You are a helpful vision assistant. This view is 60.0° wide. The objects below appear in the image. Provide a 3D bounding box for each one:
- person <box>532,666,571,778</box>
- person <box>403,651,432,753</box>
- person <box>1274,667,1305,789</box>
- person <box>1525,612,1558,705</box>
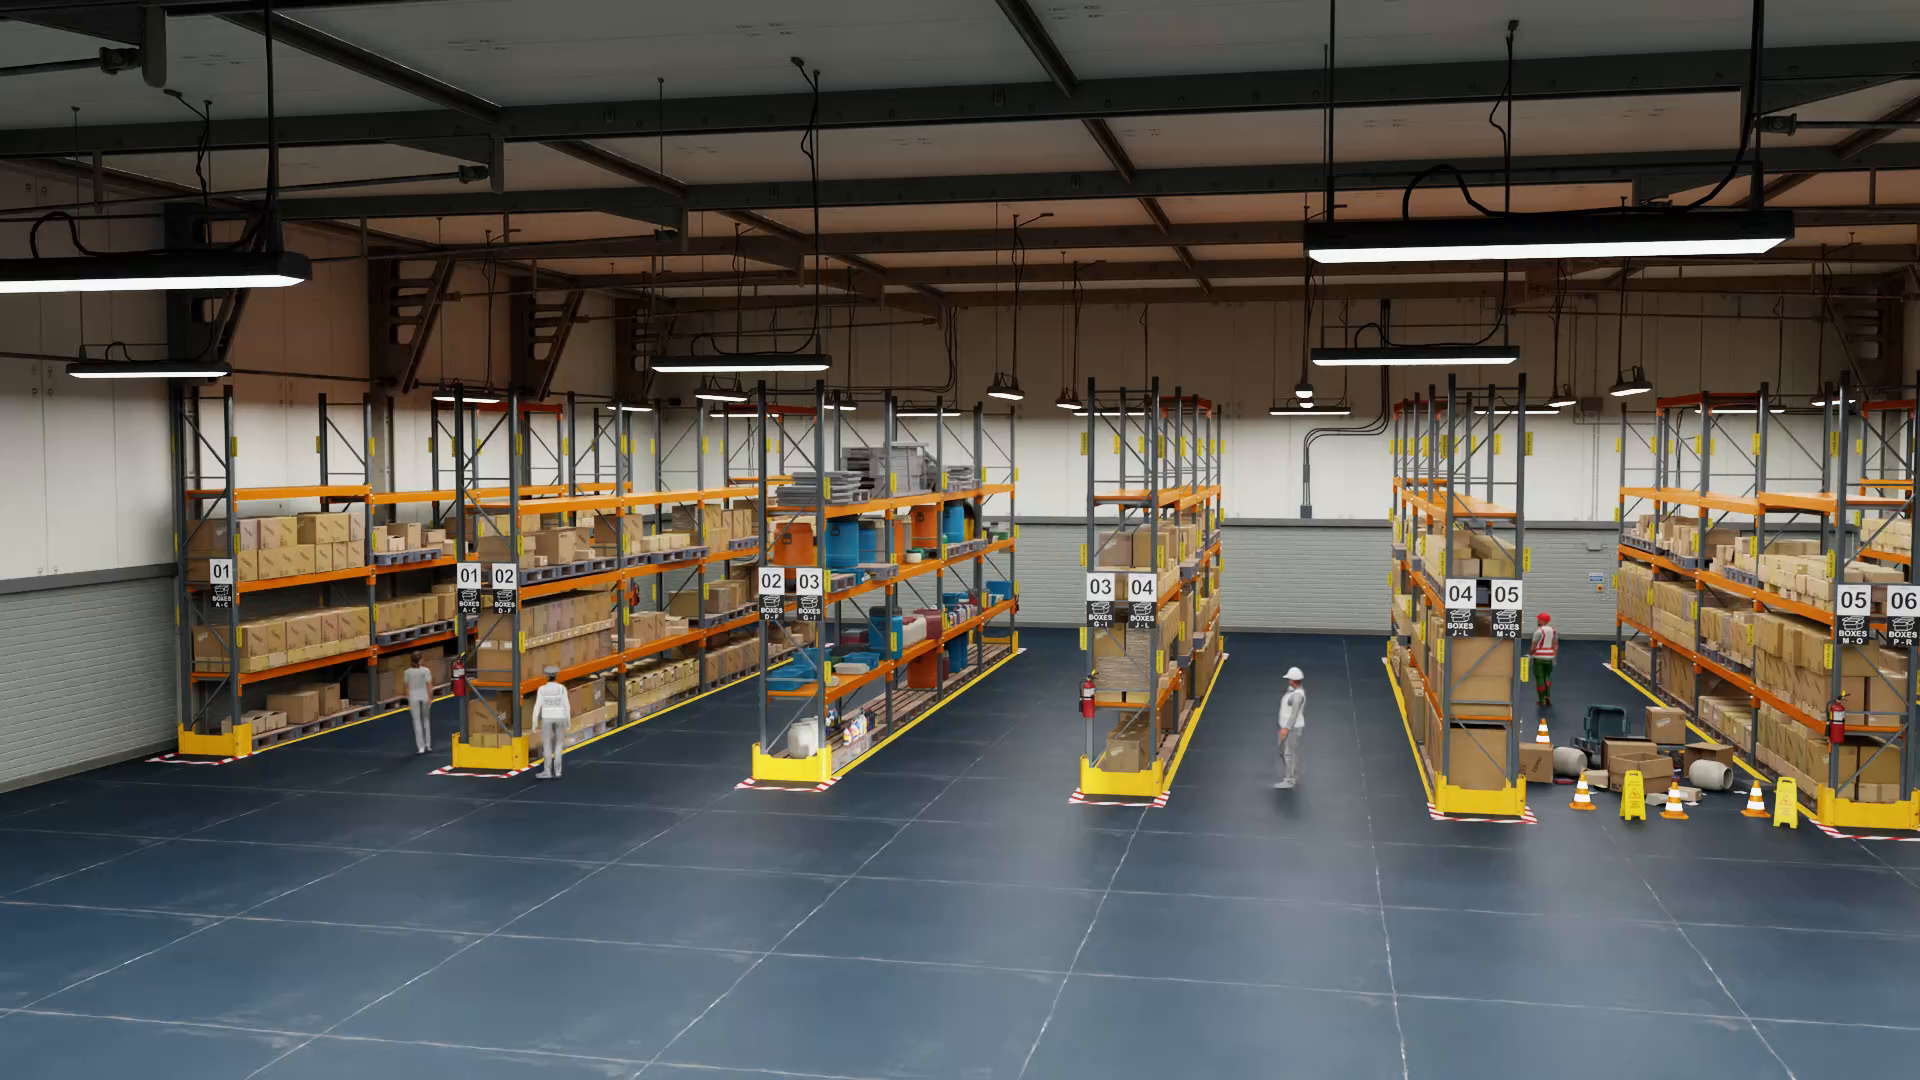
[{"bbox_3d":[-6.174,2.766,25.143,0.567,1.721,0.376,-1,3,-17],"label":"person"},{"bbox_3d":[-8.860,2.664,27.223,0.472,1.723,0.613,-2,4,-33],"label":"person"},{"bbox_3d":[4.832,2.771,24.450,0.468,1.812,0.621,0,3,-4],"label":"person"},{"bbox_3d":[11.240,2.305,32.126,0.619,1.822,0.536,0,3,4],"label":"person"}]
